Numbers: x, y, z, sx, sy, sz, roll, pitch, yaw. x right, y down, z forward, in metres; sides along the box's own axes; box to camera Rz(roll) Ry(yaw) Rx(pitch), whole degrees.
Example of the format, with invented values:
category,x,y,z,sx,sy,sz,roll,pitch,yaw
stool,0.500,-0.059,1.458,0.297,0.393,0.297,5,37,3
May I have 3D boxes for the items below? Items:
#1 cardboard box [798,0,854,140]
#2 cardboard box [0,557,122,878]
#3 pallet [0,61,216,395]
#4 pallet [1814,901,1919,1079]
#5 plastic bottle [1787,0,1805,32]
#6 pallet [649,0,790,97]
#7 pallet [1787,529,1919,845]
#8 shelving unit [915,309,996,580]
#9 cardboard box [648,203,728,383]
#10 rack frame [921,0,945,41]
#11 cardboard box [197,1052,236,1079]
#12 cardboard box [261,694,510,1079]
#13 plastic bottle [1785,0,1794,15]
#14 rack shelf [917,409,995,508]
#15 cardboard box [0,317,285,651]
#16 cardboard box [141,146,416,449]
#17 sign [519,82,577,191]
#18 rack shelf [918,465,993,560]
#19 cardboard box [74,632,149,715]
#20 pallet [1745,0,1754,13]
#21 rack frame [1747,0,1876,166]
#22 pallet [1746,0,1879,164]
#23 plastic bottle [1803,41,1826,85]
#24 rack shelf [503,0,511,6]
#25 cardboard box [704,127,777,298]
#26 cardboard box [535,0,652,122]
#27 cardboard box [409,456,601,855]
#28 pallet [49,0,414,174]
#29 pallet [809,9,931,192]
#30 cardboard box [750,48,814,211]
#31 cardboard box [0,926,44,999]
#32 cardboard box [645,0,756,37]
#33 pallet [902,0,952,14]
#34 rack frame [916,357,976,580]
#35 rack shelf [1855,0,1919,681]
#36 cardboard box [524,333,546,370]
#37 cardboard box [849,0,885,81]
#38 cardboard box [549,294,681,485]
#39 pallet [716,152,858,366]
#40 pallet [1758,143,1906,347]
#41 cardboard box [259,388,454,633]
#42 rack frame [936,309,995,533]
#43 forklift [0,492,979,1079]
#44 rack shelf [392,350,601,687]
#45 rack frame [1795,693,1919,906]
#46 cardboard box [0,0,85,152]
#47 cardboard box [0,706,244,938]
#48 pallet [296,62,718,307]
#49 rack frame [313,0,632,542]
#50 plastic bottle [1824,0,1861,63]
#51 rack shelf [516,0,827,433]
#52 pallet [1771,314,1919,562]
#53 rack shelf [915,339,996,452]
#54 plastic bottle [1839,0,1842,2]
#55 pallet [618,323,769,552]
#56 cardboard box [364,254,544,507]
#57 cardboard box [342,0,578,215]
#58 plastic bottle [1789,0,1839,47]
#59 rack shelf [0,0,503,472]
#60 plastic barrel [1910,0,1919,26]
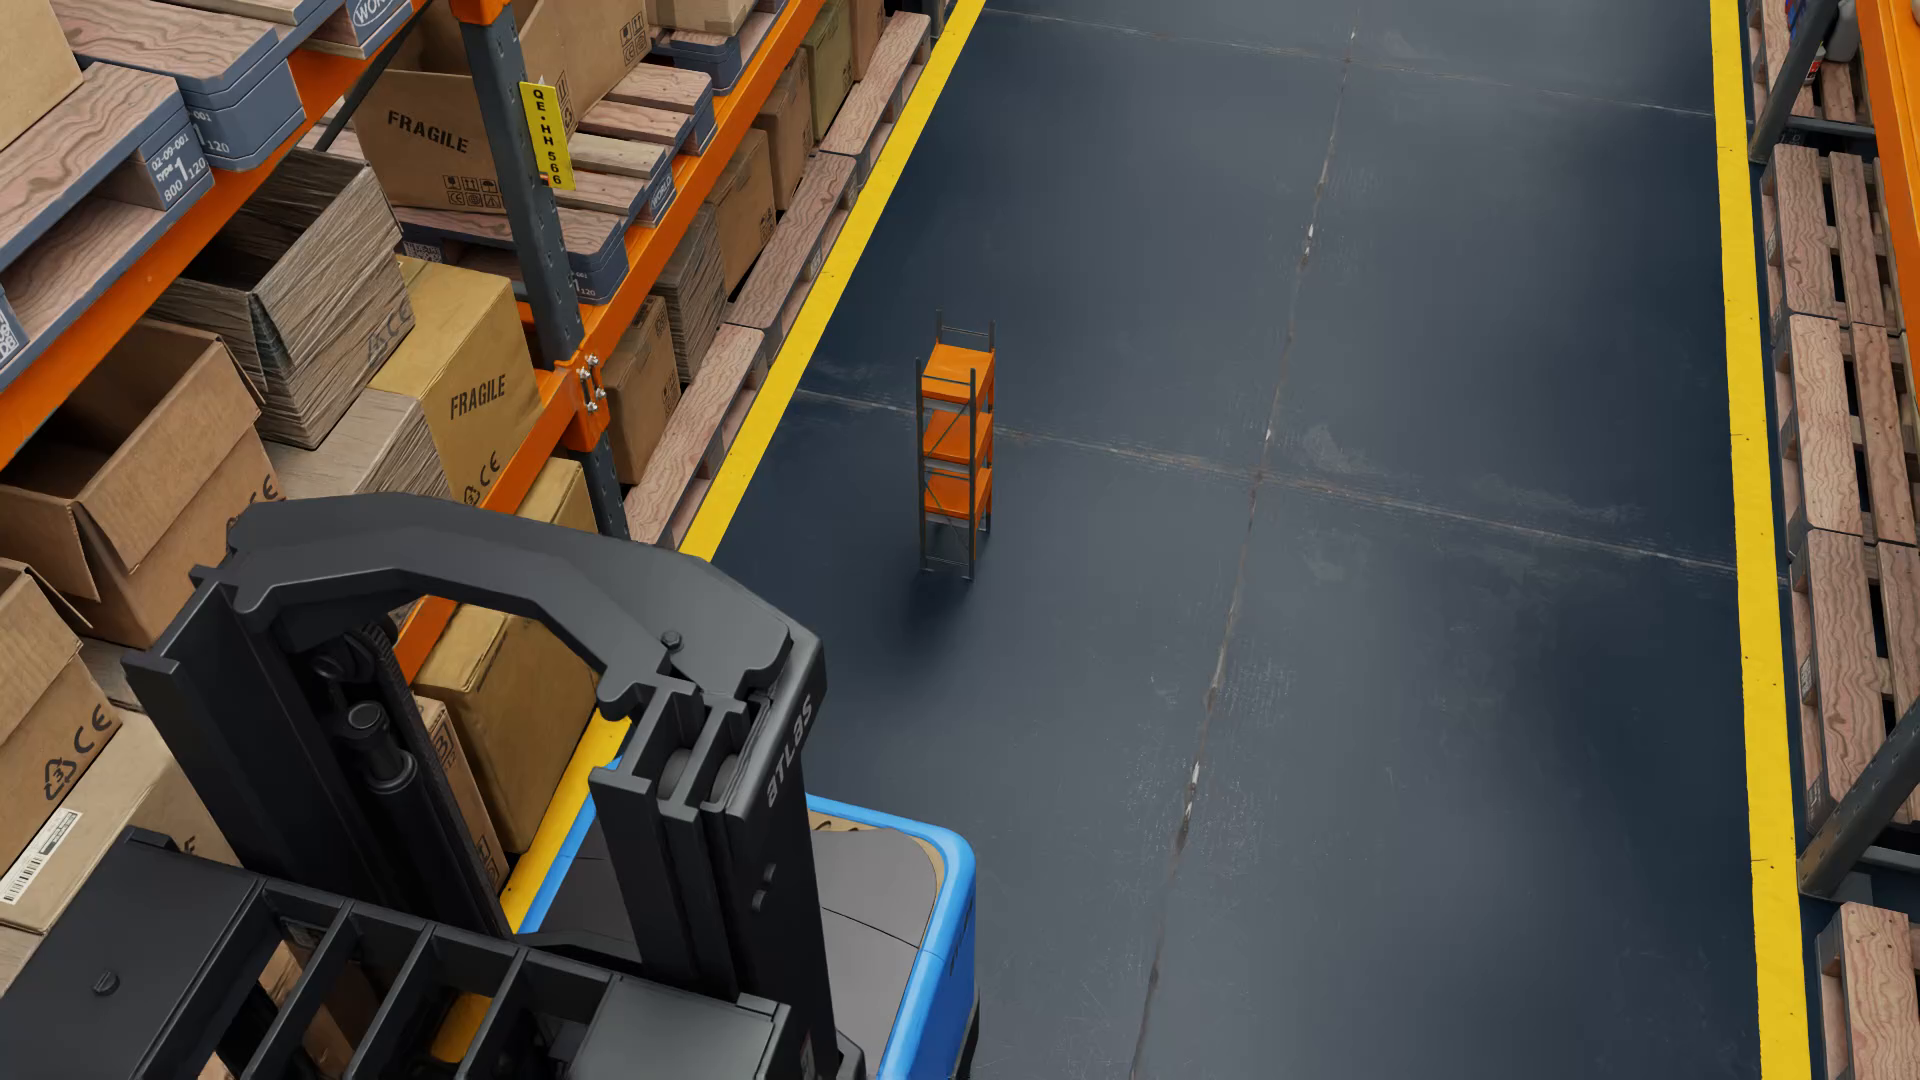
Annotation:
category,x,y,z,sx,sy,sz,roll,pitch,yaw
cardboard box,-0.904,-2.224,7.586,0.700,0.500,0.500,11,50,10
cardboard box,-2.183,0.325,3.227,0.797,0.503,0.637,13,50,11
pallet,-2.040,-0.438,2.761,1.003,0.211,1.213,14,50,12
pallet,2.981,1.685,4.622,1.003,0.211,1.213,12,50,10
plastic bottle,4.143,-2.640,8.052,0.144,0.351,0.185,9,49,8
pallet,-1.149,-2.170,6.292,1.003,0.211,1.213,12,50,10
pallet,3.389,0.554,5.620,1.003,0.211,1.213,12,50,10
shelving unit,-0.014,-0.309,5.822,0.215,1.050,0.252,12,50,10
cardboard box,-1.340,-1.004,6.509,0.700,0.500,0.500,8,49,7
rack frame,-0.578,-3.686,7.503,1.000,3.000,0.127,12,50,10
cardboard box,-2.300,1.551,4.018,1.225,0.875,0.875,10,49,9
cardboard box,-2.074,0.909,4.584,1.225,0.875,0.875,12,50,10
plastic bottle,4.145,-2.743,8.189,0.061,0.283,0.133,15,50,13
rack shelf,-0.014,-0.302,5.830,0.215,0.259,0.240,12,50,10
cardboard box,-2.013,-0.162,3.656,0.797,0.503,0.637,13,50,11
cardboard box,-1.838,-0.633,4.072,0.797,0.503,0.637,13,50,11
sign,-1.094,-1.069,4.421,0.100,0.325,0.005,12,50,10
rack shelf,-0.014,-0.118,6.039,0.215,0.259,0.240,12,50,10
cardboard box,-1.792,0.315,3.904,0.500,0.500,0.500,10,49,9
pallet,4.737,-3.149,8.889,1.003,0.211,1.213,12,50,10
rack frame,4.201,-2.709,6.640,1.000,3.000,0.127,12,50,10
pallet,4.418,-2.264,8.107,1.003,0.211,1.213,12,50,10
plastic bottle,3.996,-2.253,7.810,0.097,0.201,0.097,0,49,0
rack shelf,-1.104,-2.994,5.371,1.077,0.370,4.000,12,50,10
cardboard box,-1.197,-1.415,6.872,0.700,0.500,0.500,15,50,13
cardboard box,-1.476,-1.787,5.480,0.700,0.500,0.500,18,51,16
cardboard box,-1.832,0.266,5.152,1.225,0.875,0.875,9,49,8
pallet,-1.749,-1.247,3.475,1.213,0.211,1.003,14,50,12
pallet,-0.781,-2.200,8.051,1.003,0.211,1.213,12,50,10
cardboard box,-1.051,-1.819,7.229,0.700,0.500,0.500,8,49,7
cardboard box,-2.057,1.058,3.249,0.500,0.500,0.500,11,49,9
cardboard box,-0.967,-2.049,5.878,0.500,0.250,0.500,10,49,9
pallet,-0.435,-3.257,8.983,1.003,0.211,1.213,12,50,10
rack frame,-0.046,-0.220,5.744,0.200,1.050,0.008,12,50,10
rack shelf,3.674,-1.024,5.633,1.077,0.370,4.000,12,50,10
cardboard box,-1.483,-0.850,5.873,0.500,0.250,0.500,13,50,12
cardboard box,-0.760,-2.565,7.887,0.700,0.500,0.500,8,49,7
cardboard box,-1.473,-0.600,6.153,0.700,0.500,0.500,9,49,8
pallet,-1.100,-1.315,7.270,1.003,0.211,1.213,12,50,10
pallet,4.031,-1.211,7.178,1.003,0.211,1.213,12,50,10
cardboard box,-1.658,-0.061,4.236,0.500,0.500,0.500,11,50,10
rack frame,0.018,-0.397,5.900,0.200,1.050,0.008,12,50,10
forklift,-0.842,1.446,3.018,1.130,2.935,3.031,12,50,11
rack shelf,-2.157,0.891,3.942,1.077,0.370,4.000,12,50,10
rack frame,3.148,0.184,4.087,1.000,3.000,0.127,12,50,10
cardboard box,-1.864,-0.861,2.662,0.500,0.500,0.500,14,50,12
cardboard box,-1.926,0.683,3.580,0.500,0.500,0.500,12,50,11
pallet,-1.546,-1.266,5.495,1.213,0.211,1.003,12,50,10
rack frame,-1.630,-0.793,4.949,1.000,3.000,0.127,12,50,10
plastic bottle,4.231,-2.472,7.905,0.144,0.351,0.185,12,50,10
rack shelf,-1.104,-2.002,6.496,1.077,0.370,4.000,12,50,10
pallet,3.712,-0.325,6.396,1.003,0.211,1.213,12,50,10
rack shelf,-0.014,-0.489,5.617,0.215,0.259,0.240,12,50,10
plastic bottle,4.292,-2.604,8.071,0.152,0.276,0.135,12,50,10
pallet,-1.423,-0.435,6.493,1.003,0.211,1.213,12,50,10
cardboard box,-1.521,-0.420,4.554,0.500,0.500,0.500,13,50,11
cardboard box,-1.527,-1.364,5.106,0.500,0.500,0.500,6,49,5
plastic bottle,4.092,-2.501,7.930,0.144,0.351,0.185,10,49,9
rack shelf,-2.157,-0.101,2.818,1.077,0.370,4.000,12,50,10
plastic barrel,3.737,-2.105,6.017,0.433,0.535,0.433,0,49,0
